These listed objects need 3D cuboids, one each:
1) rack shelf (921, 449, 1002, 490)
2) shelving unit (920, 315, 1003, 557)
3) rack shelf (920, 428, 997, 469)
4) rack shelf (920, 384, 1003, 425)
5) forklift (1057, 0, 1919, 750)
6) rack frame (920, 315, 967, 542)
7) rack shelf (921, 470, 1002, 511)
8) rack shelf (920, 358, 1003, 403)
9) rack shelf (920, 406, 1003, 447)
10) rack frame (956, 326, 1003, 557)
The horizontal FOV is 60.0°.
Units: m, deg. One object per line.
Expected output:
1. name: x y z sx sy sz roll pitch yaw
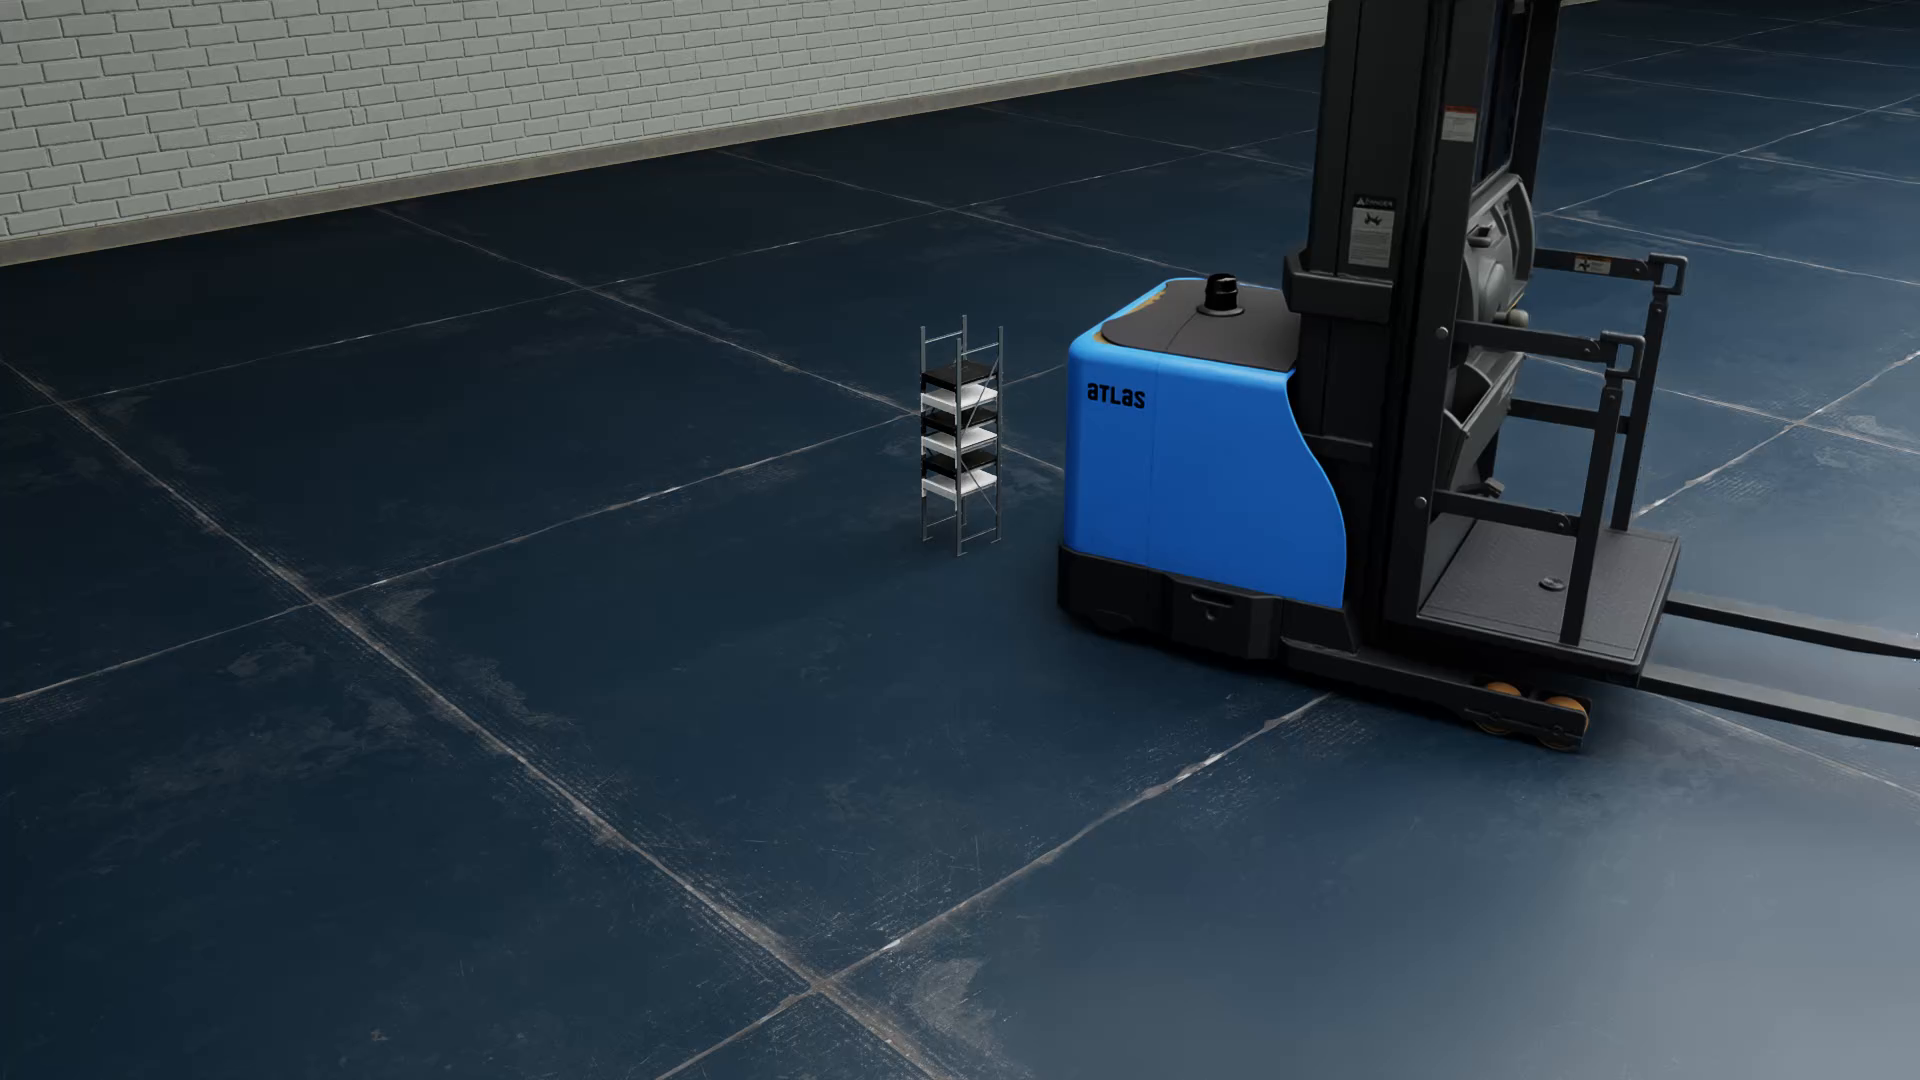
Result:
1. rack shelf: 0.006 -0.295 6.609 0.258 0.077 0.200 -21 32 -38
2. shelving unit: 0.006 -0.407 6.558 0.258 0.900 0.210 -21 32 -38
3. rack shelf: 0.006 -0.377 6.572 0.258 0.077 0.200 -21 32 -38
4. rack shelf: 0.006 -0.540 6.497 0.258 0.077 0.200 -21 32 -38
5. forklift: 1.900 -0.918 5.231 3.031 2.935 1.130 13 27 26
6. rack frame: -0.064 -0.438 6.625 0.240 0.900 0.006 -21 32 -38
7. rack shelf: 0.006 -0.213 6.646 0.258 0.077 0.200 -21 32 -38
8. rack shelf: 0.006 -0.622 6.460 0.258 0.077 0.200 -21 32 -38
9. rack shelf: 0.006 -0.458 6.534 0.258 0.077 0.200 -21 32 -38
10. rack frame: 0.075 -0.376 6.490 0.240 0.900 0.006 -21 32 -38
